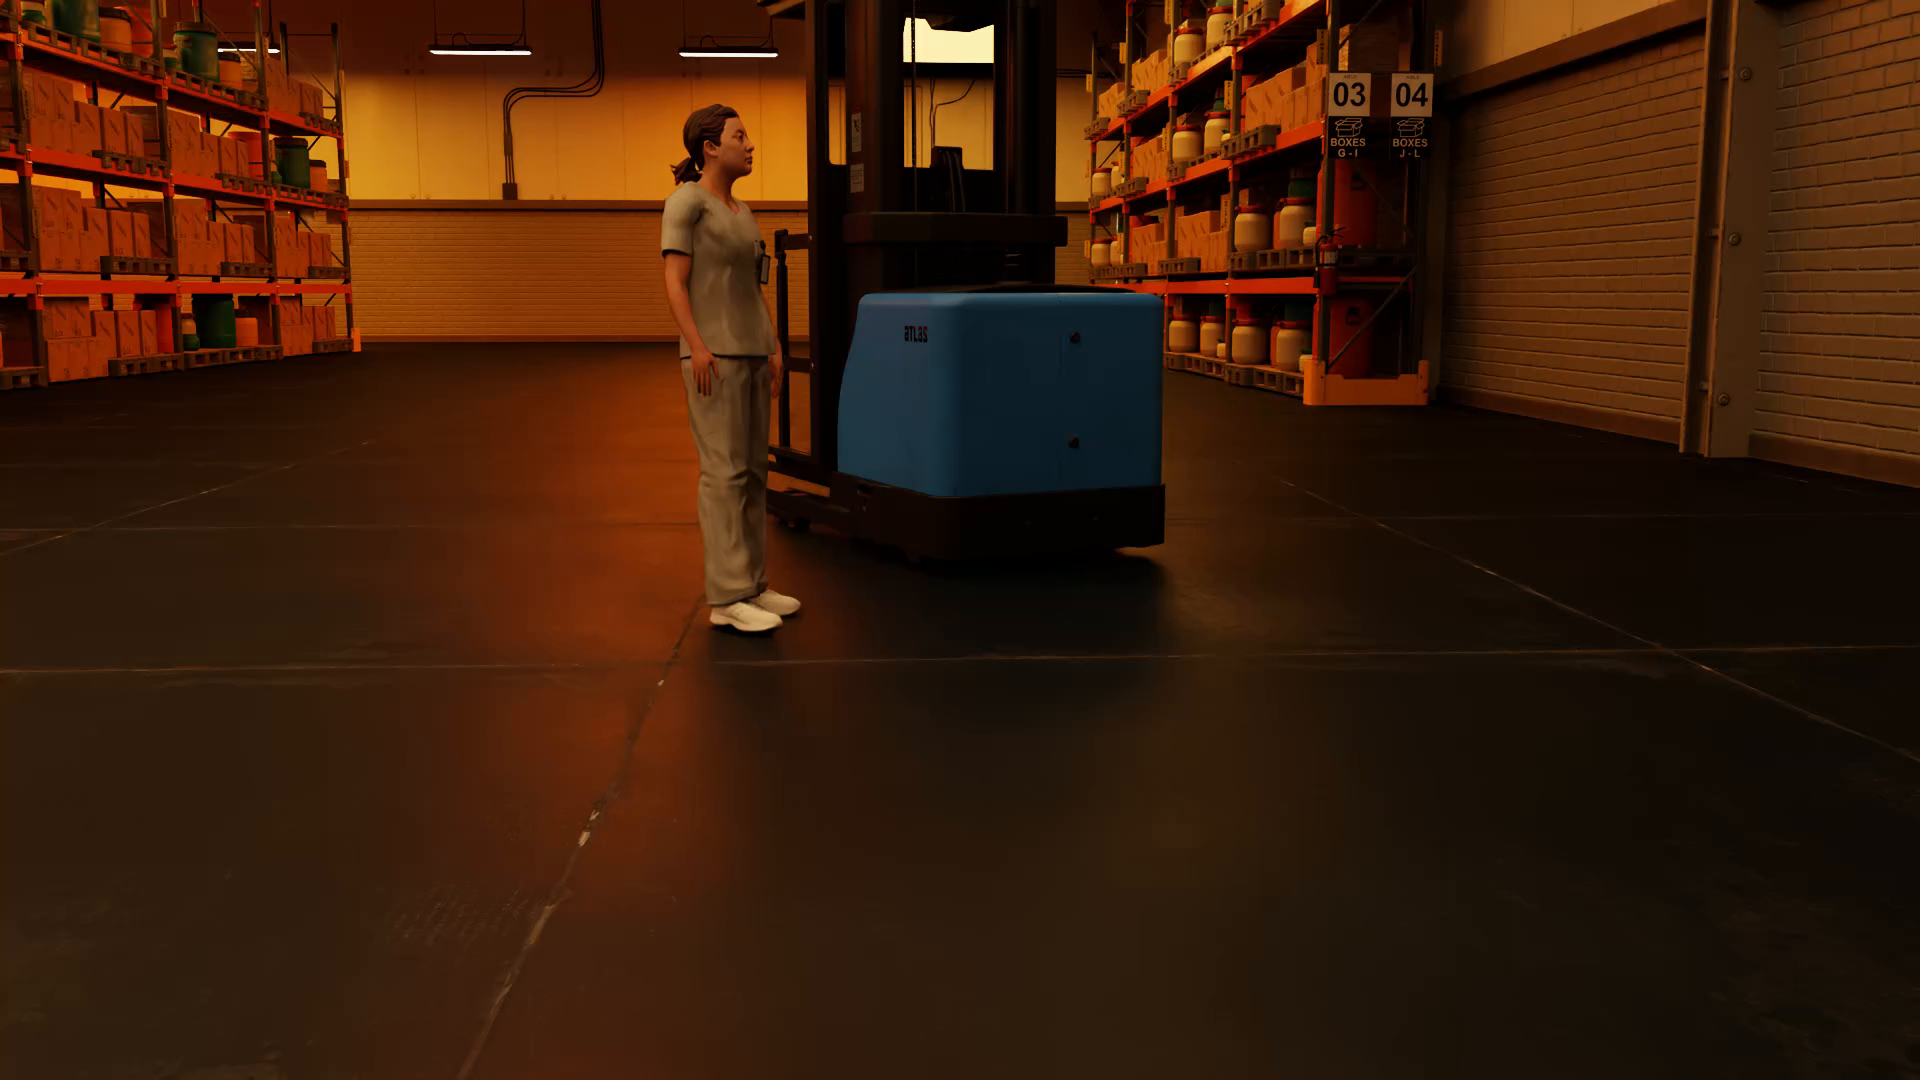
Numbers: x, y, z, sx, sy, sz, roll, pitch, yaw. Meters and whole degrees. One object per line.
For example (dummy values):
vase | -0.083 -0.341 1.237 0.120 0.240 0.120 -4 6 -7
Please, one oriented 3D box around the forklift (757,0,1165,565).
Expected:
forklift | -0.264 -1.530 7.637 1.130 2.935 3.031 -4 9 -25

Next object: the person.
person | -0.709 -0.575 5.450 0.541 1.679 0.557 4 9 24
